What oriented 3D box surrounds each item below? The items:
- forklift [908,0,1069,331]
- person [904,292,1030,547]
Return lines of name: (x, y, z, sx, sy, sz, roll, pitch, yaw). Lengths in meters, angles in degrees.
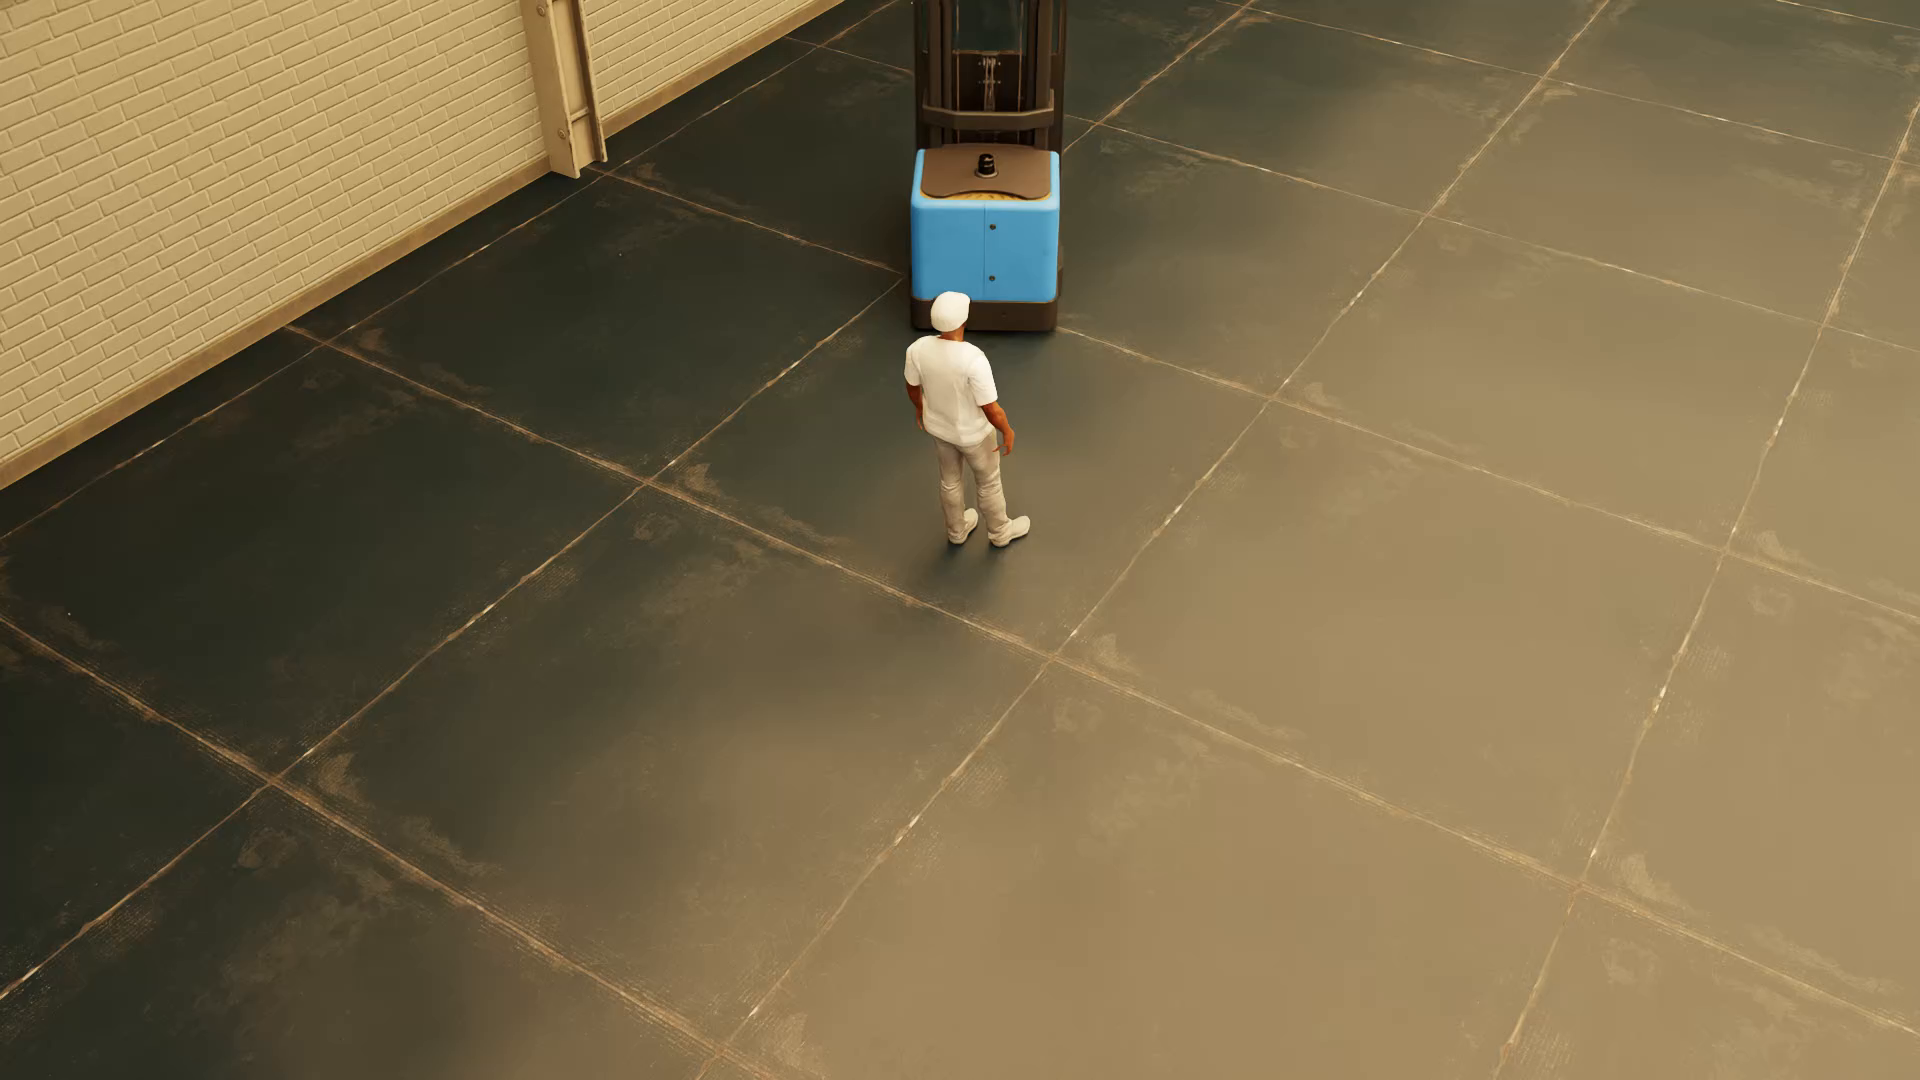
forklift: (0.225, -3.543, 12.148, 1.130, 2.935, 3.031, 1, 40, 2)
person: (0.042, -0.715, 9.701, 0.666, 1.765, 0.577, 22, 45, 24)
